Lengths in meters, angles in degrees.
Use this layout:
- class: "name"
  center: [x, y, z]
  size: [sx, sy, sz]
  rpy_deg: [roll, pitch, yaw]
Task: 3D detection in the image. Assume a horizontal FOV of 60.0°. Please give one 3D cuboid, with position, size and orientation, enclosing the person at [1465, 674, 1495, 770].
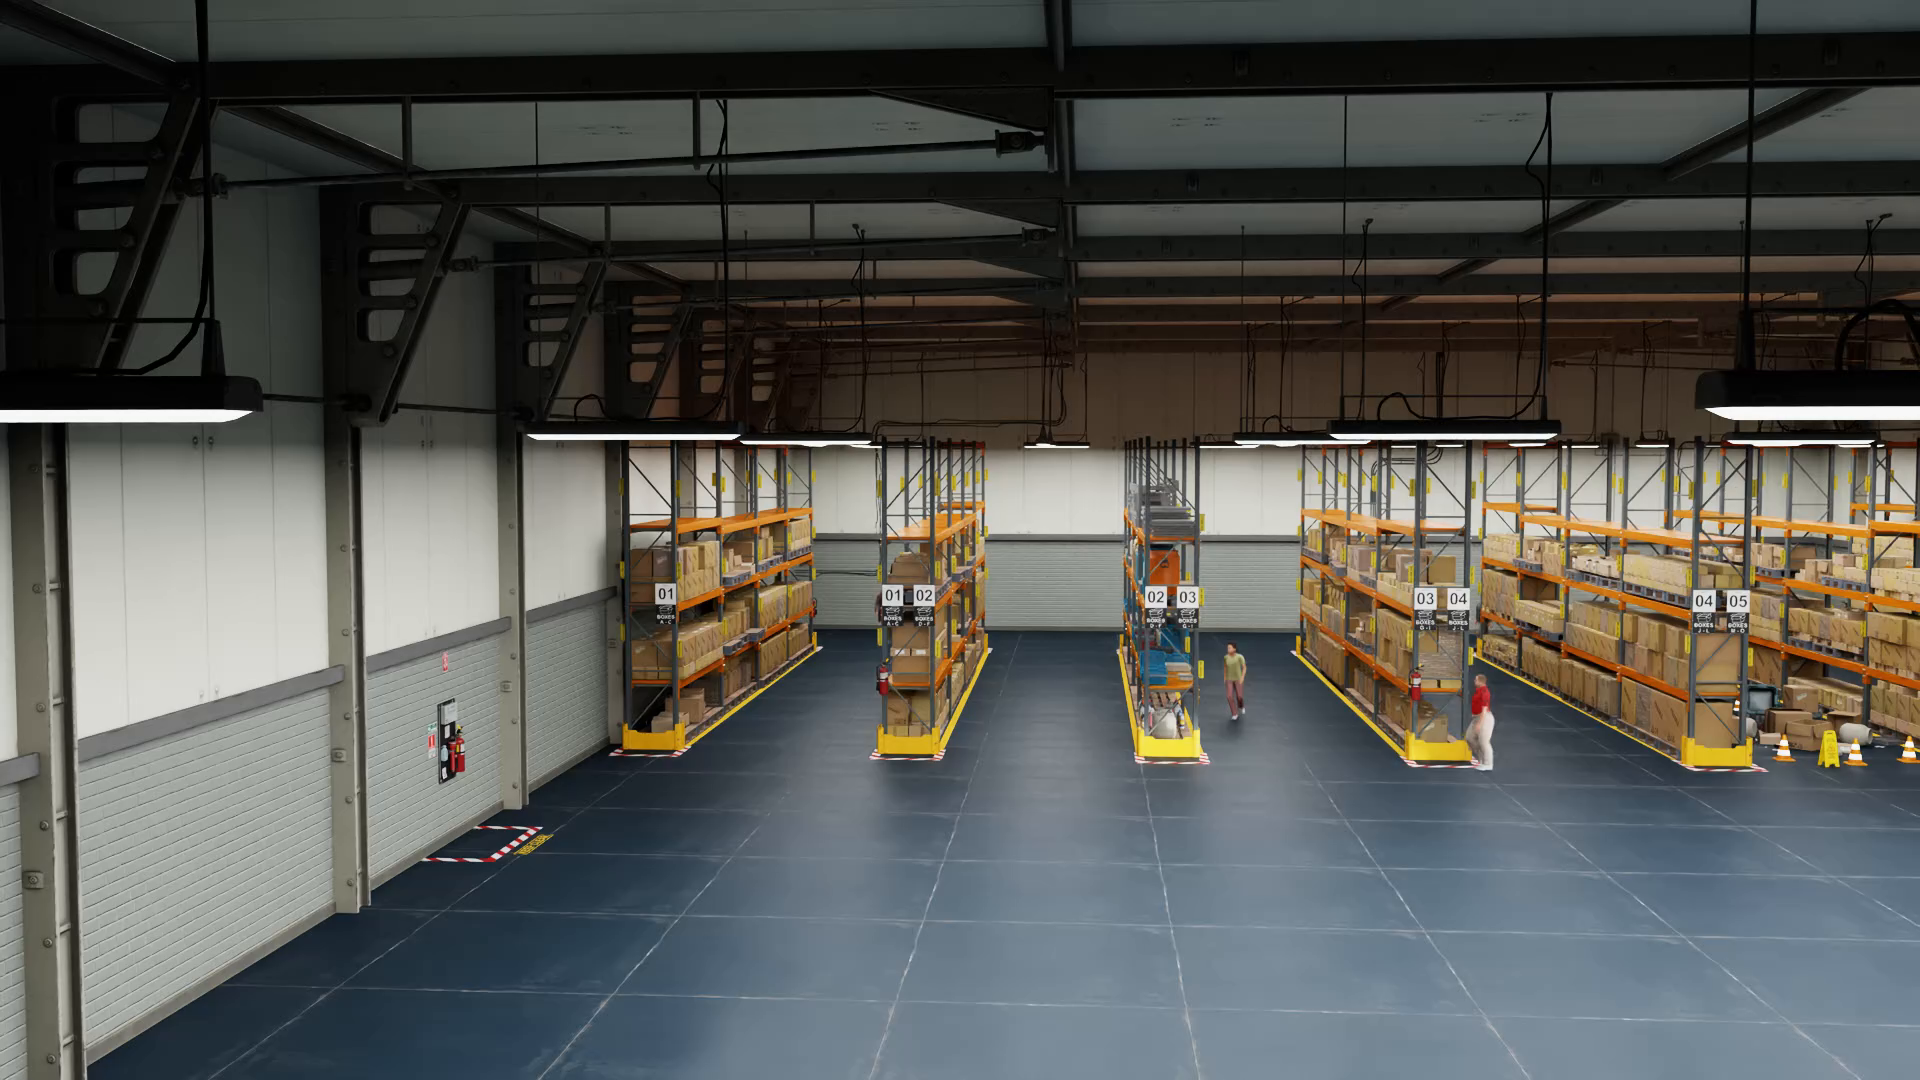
- class: "person"
  center: [9.349, 3.269, 29.743]
  size: [0.479, 1.754, 0.515]
  rpy_deg: [0, 3, -7]

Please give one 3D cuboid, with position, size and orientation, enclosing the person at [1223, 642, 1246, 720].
- class: "person"
  center: [5.886, 3.002, 35.656]
  size: [0.504, 1.643, 0.609]
  rpy_deg: [1, 3, 18]

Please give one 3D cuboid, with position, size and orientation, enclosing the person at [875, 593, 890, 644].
- class: "person"
  center: [-2.246, 2.188, 49.563]
  size: [0.594, 1.712, 1.141]
  rpy_deg: [0, 3, 6]

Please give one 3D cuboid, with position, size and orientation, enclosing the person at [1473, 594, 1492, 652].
- class: "person"
  center: [14.972, 2.338, 47.458]
  size: [0.968, 1.689, 0.550]
  rpy_deg: [0, 3, -7]
